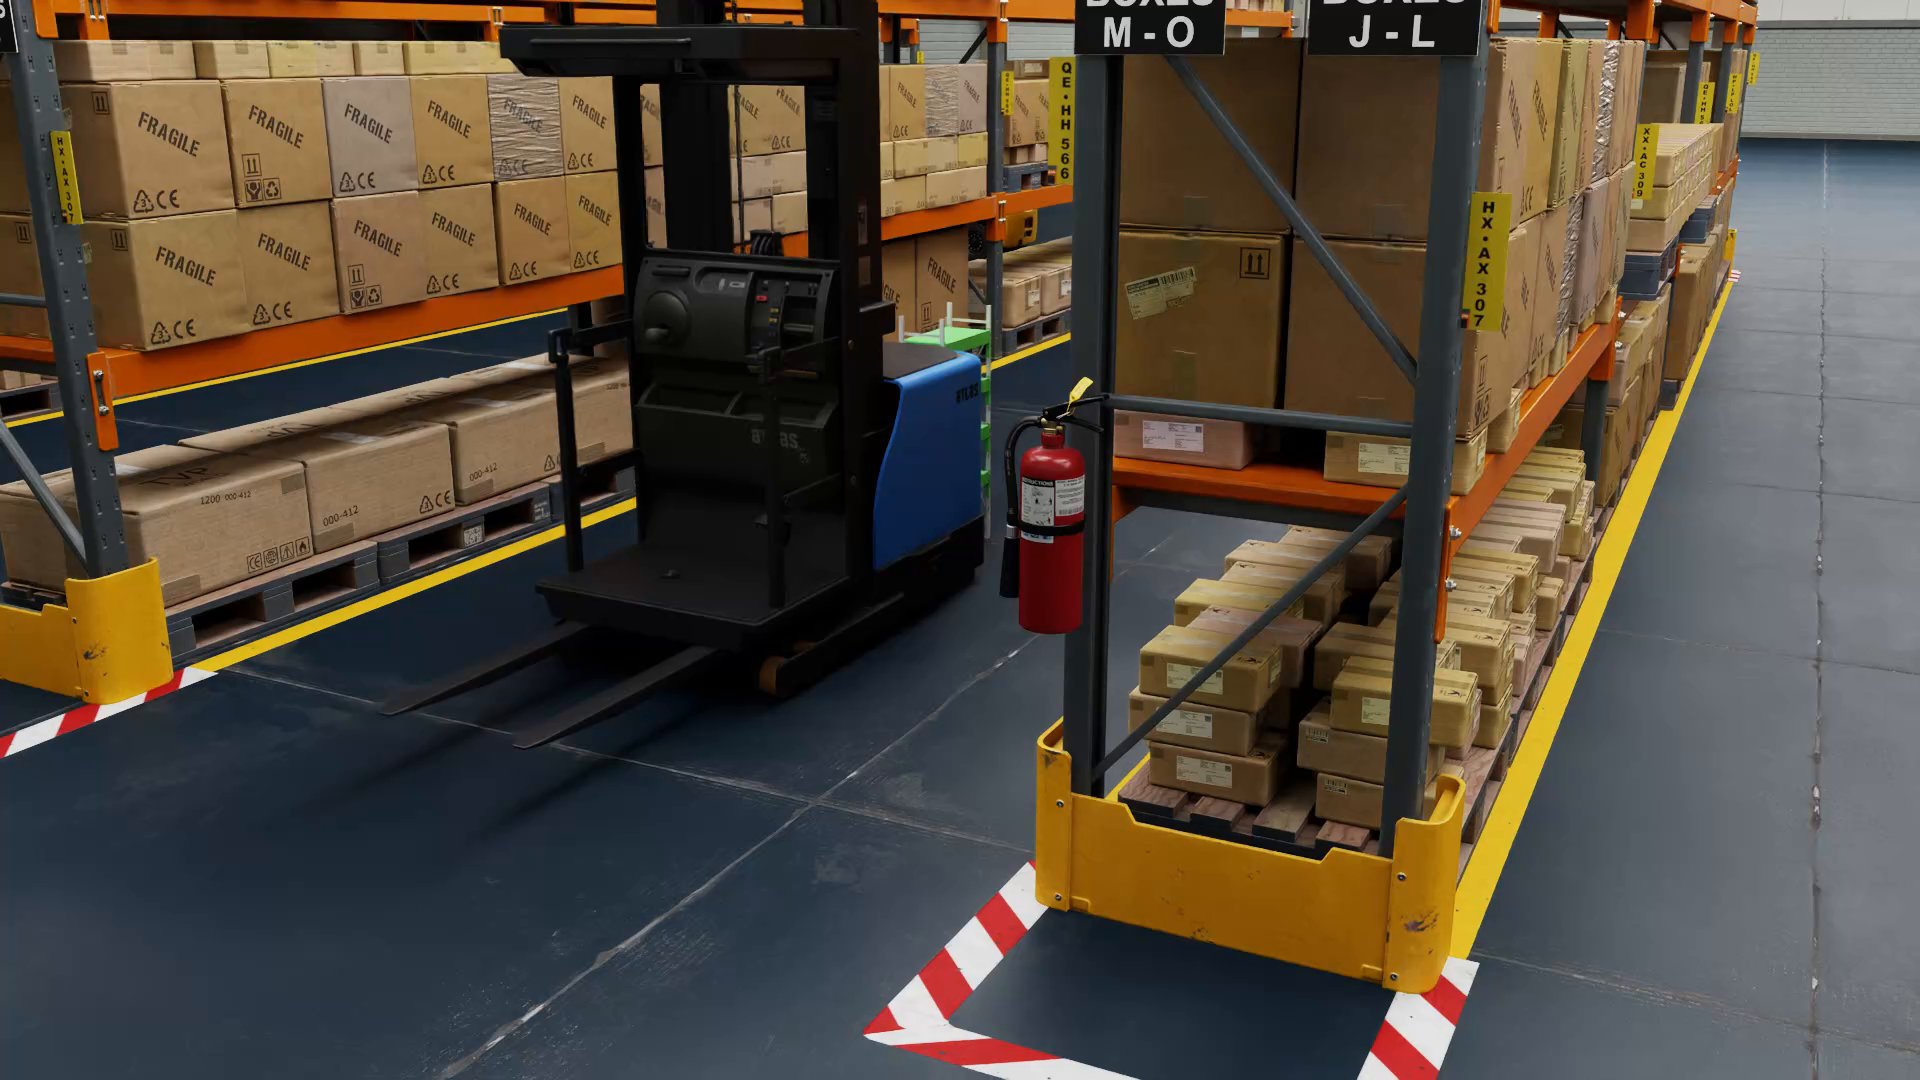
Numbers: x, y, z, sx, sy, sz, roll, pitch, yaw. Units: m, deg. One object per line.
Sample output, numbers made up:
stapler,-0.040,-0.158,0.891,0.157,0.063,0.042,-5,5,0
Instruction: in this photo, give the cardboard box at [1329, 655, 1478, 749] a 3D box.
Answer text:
cardboard box,1.305,0.473,4.888,0.380,0.149,0.250,7,18,23

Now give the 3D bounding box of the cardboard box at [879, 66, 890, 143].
cardboard box,-0.811,-2.936,11.208,0.500,0.500,0.500,8,18,24

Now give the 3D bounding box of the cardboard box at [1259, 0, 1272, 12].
cardboard box,3.302,-6.057,18.820,0.380,0.149,0.250,9,19,27

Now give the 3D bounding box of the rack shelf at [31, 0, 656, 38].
rack shelf,-2.813,-2.523,7.747,1.077,0.370,4.000,8,18,25

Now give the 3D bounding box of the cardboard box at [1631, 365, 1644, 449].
cardboard box,3.579,-0.763,9.479,0.500,0.500,0.500,8,19,26

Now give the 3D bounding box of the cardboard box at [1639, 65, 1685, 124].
cardboard box,4.551,-2.995,11.408,0.700,0.500,0.500,8,18,25

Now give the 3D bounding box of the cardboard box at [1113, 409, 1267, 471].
cardboard box,0.660,-0.316,4.760,0.380,0.149,0.250,8,18,25

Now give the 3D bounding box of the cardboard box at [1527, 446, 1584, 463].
cardboard box,2.628,-0.332,7.598,0.380,0.149,0.250,9,19,27

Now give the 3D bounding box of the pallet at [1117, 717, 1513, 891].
pallet,1.195,0.798,5.467,1.003,0.211,1.213,8,18,25

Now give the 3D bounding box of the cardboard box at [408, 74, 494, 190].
cardboard box,-2.568,-1.926,7.809,0.500,0.500,0.500,8,18,26

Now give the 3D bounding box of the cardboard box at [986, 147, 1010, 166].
cardboard box,0.180,-3.099,13.393,0.380,0.149,0.250,7,18,22

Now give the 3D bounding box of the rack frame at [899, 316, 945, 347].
rack frame,-0.181,-0.474,8.012,0.240,1.200,0.015,8,19,26

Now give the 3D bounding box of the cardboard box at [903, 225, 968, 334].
cardboard box,-0.515,-1.976,12.903,0.875,0.875,0.875,8,18,25

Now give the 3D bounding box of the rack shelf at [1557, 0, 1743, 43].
rack shelf,5.235,-3.957,12.574,1.077,0.370,4.000,8,18,25

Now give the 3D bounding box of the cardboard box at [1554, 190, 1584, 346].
cardboard box,1.883,-0.980,5.858,0.500,0.500,0.500,8,18,24

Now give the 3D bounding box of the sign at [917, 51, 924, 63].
sign,-0.520,-6.223,21.758,0.100,0.325,0.005,8,18,25

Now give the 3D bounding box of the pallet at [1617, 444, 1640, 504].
pallet,3.445,-0.509,9.869,1.003,0.211,1.213,8,18,25

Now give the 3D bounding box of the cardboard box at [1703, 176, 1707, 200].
cardboard box,4.420,-2.188,10.328,0.380,0.149,0.250,8,18,25

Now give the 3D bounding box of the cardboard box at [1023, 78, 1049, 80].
cardboard box,0.734,-3.705,14.296,0.500,0.500,0.500,8,19,26

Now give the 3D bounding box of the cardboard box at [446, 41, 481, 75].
cardboard box,-2.496,-2.277,7.851,0.380,0.149,0.250,8,18,25

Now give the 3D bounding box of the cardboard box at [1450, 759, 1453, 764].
cardboard box,1.436,0.614,5.457,0.380,0.149,0.250,8,18,26

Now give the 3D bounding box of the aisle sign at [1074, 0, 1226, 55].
aisle sign,0.466,-1.583,4.019,0.394,0.787,0.004,8,18,25

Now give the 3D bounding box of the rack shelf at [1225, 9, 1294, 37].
rack shelf,2.549,-5.580,18.038,1.077,0.370,4.000,8,18,25

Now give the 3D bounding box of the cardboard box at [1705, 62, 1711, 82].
cardboard box,5.912,-3.774,14.029,0.700,0.500,0.500,8,18,24

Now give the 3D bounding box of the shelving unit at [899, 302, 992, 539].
shelving unit,-0.068,-0.535,8.219,0.258,1.200,0.503,8,19,26

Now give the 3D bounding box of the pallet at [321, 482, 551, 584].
pallet,-2.873,-0.107,8.515,1.003,0.211,1.213,8,18,25

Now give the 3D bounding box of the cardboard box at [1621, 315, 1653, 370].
cardboard box,3.588,-1.118,9.357,0.500,0.250,0.500,9,19,27

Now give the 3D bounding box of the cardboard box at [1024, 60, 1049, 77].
cardboard box,0.736,-4.316,15.212,0.380,0.149,0.250,9,19,28

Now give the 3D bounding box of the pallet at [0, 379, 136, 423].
pallet,-6.669,-1.059,11.719,1.003,0.211,1.213,8,18,25

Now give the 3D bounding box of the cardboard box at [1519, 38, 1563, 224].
cardboard box,1.425,-1.197,4.831,0.500,0.500,0.500,9,19,27

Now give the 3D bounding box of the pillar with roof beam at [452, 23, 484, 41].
pillar with roof beam,-0.947,-6.364,14.146,9.100,9.000,0.400,8,18,25

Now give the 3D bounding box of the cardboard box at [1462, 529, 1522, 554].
cardboard box,1.902,0.059,6.282,0.380,0.149,0.250,8,18,26

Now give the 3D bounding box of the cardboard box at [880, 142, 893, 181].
cardboard box,-0.789,-2.574,11.309,0.500,0.250,0.500,7,18,24

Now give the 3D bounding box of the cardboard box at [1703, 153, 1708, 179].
cardboard box,4.295,-2.259,10.042,0.380,0.149,0.250,9,19,27

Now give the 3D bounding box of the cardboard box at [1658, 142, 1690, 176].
cardboard box,3.491,-1.944,8.459,0.380,0.149,0.250,8,18,25

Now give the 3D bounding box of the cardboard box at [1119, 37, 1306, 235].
cardboard box,0.749,-1.135,4.623,0.500,0.500,0.500,8,18,24

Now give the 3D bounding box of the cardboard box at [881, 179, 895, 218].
cardboard box,-0.782,-2.333,11.375,0.500,0.250,0.500,8,18,24

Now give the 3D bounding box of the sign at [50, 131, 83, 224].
sign,-3.213,-1.302,5.979,0.100,0.325,0.005,8,18,25

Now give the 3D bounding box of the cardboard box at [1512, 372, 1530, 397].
cardboard box,1.722,-0.578,5.643,0.380,0.149,0.250,8,18,24

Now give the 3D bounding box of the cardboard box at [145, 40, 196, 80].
cardboard box,-3.247,-1.890,6.549,0.380,0.149,0.250,9,19,27

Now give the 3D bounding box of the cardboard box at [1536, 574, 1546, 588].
cardboard box,2.188,0.067,6.776,0.380,0.149,0.250,9,19,27

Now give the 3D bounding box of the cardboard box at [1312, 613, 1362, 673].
cardboard box,1.190,0.347,5.835,0.380,0.149,0.250,8,18,25

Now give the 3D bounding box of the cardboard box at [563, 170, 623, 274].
cardboard box,-2.123,-1.705,8.822,0.500,0.500,0.500,8,18,24

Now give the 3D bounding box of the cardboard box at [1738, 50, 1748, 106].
cardboard box,7.553,-4.741,17.057,0.875,0.550,0.550,8,18,25

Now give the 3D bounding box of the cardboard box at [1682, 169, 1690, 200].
cardboard box,3.605,-1.868,8.728,0.380,0.149,0.250,9,19,28

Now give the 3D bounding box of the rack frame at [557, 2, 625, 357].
rack frame,-1.919,-1.940,9.787,1.000,3.000,0.127,8,18,25

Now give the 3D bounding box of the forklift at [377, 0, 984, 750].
forklift,-1.016,-0.934,6.522,1.130,2.935,3.031,8,19,26

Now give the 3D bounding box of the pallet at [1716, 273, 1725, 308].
pallet,7.083,-2.532,16.680,1.003,0.211,1.213,8,18,25

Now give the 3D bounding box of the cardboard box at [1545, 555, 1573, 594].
cardboard box,2.433,0.104,7.176,0.380,0.149,0.250,7,18,24

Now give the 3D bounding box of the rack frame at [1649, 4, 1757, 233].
rack frame,7.916,-4.392,18.045,1.000,3.000,0.127,8,18,25

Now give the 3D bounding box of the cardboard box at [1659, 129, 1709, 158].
cardboard box,4.185,-2.339,9.789,0.380,0.149,0.250,9,19,27

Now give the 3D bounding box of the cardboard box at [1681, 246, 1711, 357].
cardboard box,5.082,-1.844,12.679,1.050,0.750,0.750,8,19,26

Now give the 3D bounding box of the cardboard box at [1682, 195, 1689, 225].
cardboard box,3.720,-1.792,8.992,0.380,0.149,0.250,8,18,24

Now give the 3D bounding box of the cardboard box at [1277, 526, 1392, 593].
cardboard box,1.402,0.071,6.242,0.380,0.149,0.250,7,18,24

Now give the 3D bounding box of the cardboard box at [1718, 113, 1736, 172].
cardboard box,6.855,-3.806,15.808,0.875,0.550,0.550,8,18,25

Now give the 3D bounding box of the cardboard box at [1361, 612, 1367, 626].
cardboard box,1.332,0.348,6.352,0.380,0.149,0.250,8,19,26

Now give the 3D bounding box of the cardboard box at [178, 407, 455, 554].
cardboard box,-3.100,-0.309,8.059,0.875,0.438,0.875,9,19,27
